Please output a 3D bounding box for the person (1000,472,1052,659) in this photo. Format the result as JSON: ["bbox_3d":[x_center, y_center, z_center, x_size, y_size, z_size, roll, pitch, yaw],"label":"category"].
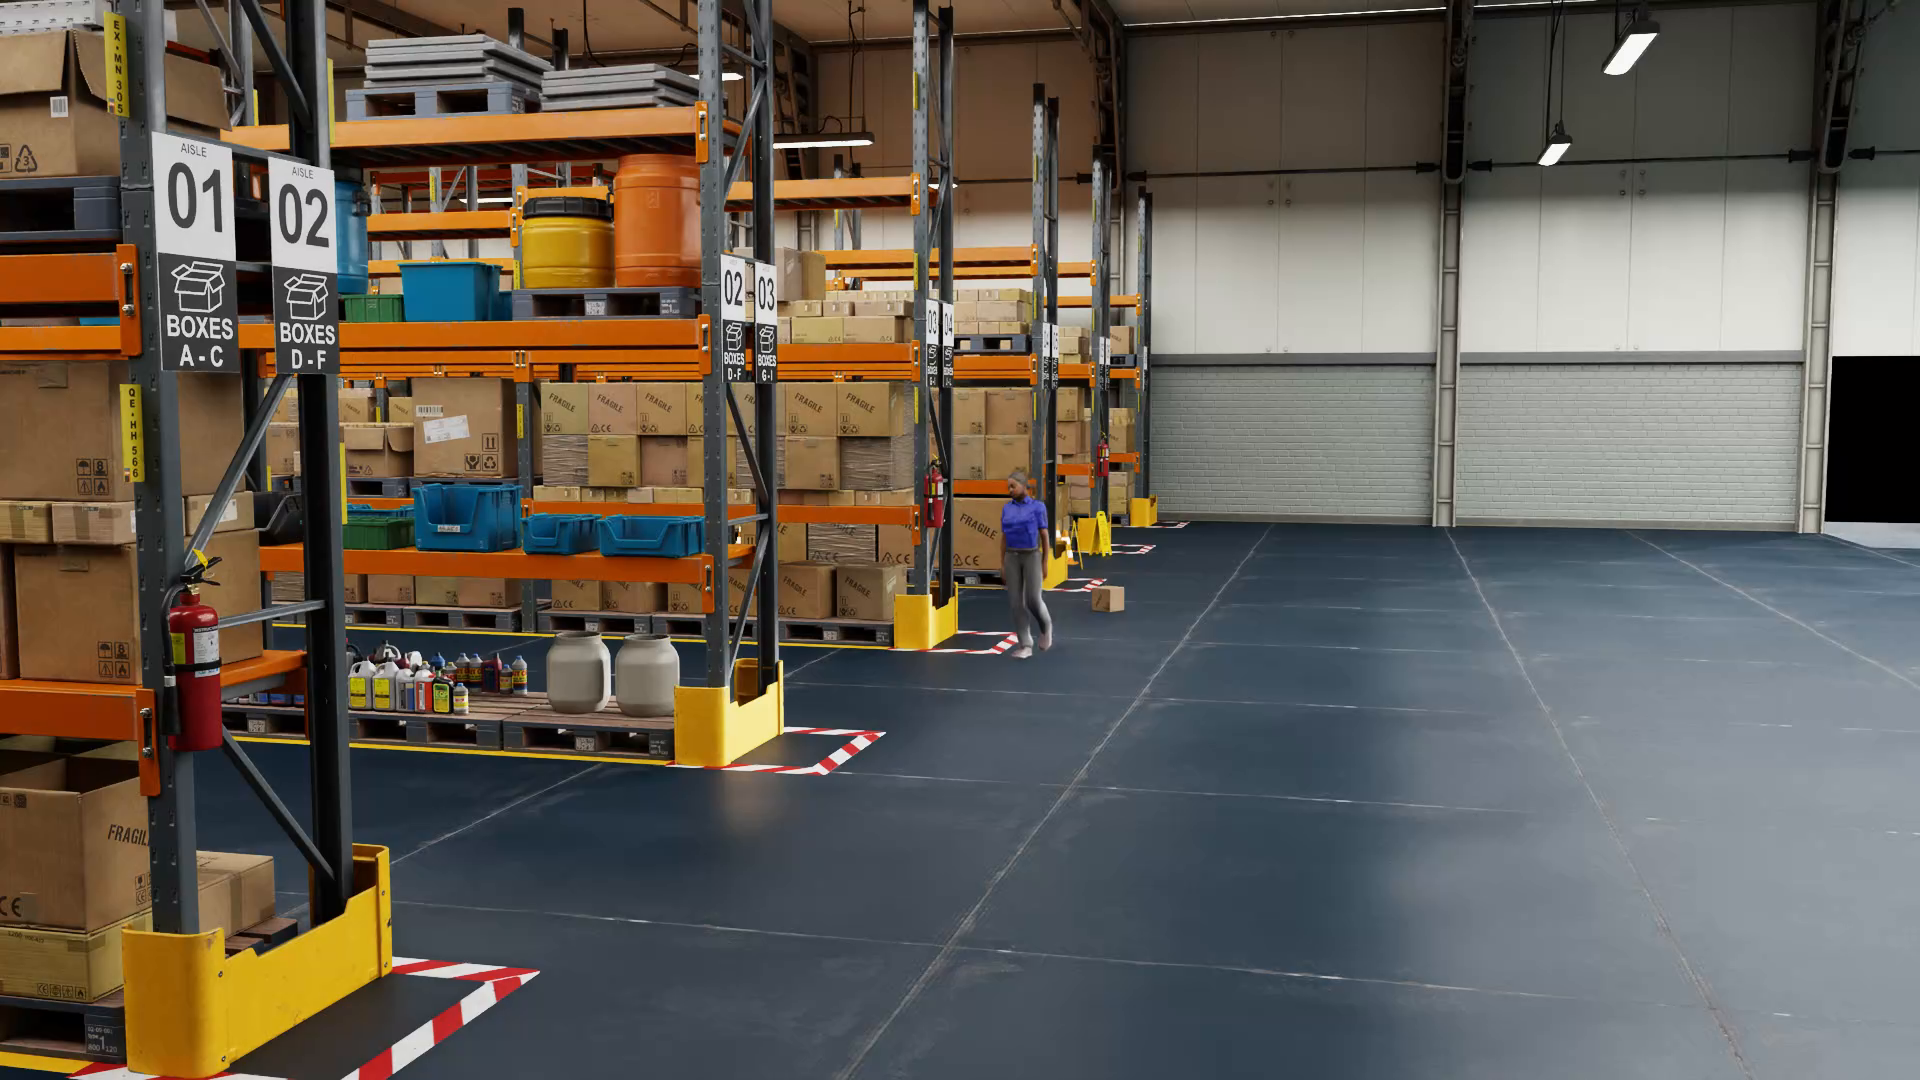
[{"bbox_3d":[0.573,0.212,14.724,0.462,1.633,0.530,2,5,24],"label":"person"}]
